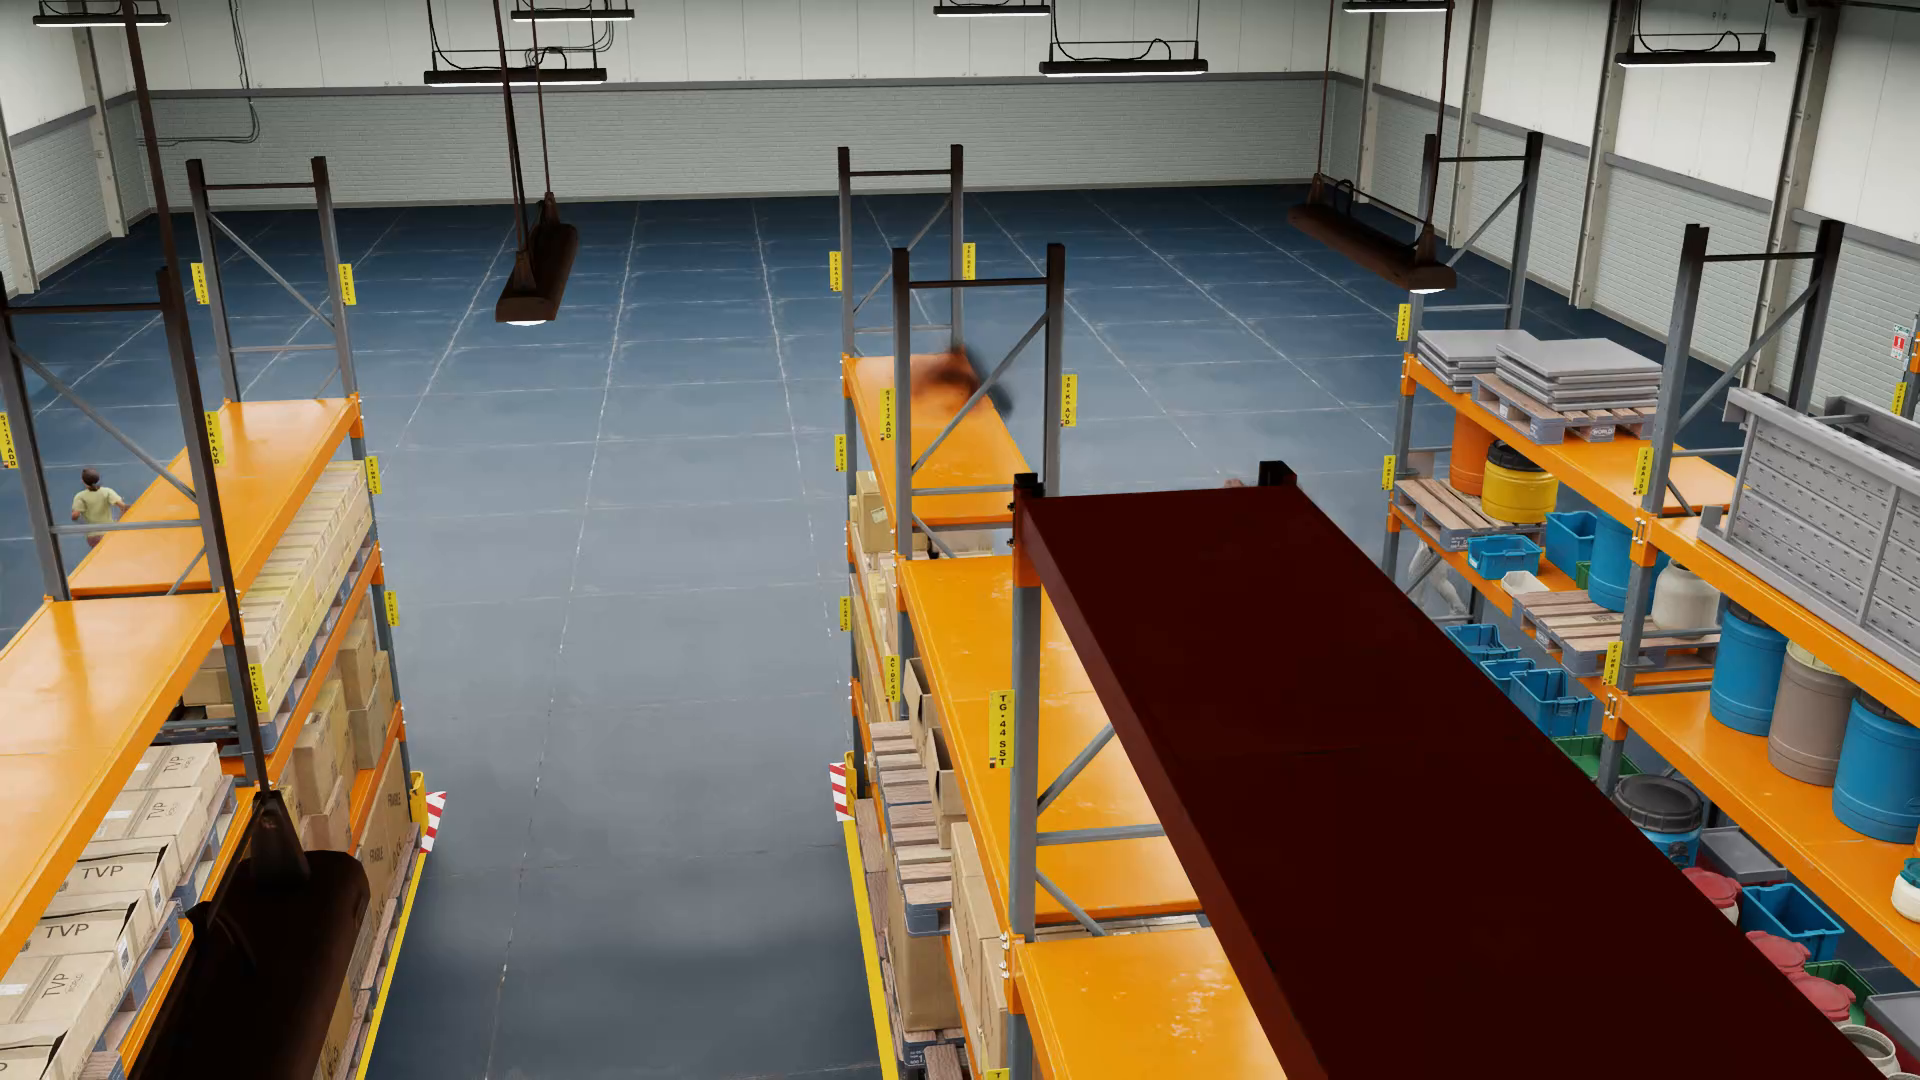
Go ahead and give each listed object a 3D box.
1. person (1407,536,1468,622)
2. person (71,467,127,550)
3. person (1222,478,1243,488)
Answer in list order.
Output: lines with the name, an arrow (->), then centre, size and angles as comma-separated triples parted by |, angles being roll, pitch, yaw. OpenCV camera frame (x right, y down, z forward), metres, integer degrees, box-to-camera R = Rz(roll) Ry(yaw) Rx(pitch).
person -> 5.441, 0.148, 18.993 | 0.837, 1.707, 0.588 | 6, 22, 16
person -> -9.986, -0.006, 19.376 | 0.840, 1.702, 0.572 | 17, 27, 36
person -> 3.097, 0.036, 19.387 | 0.639, 1.608, 0.517 | 5, 22, 12
